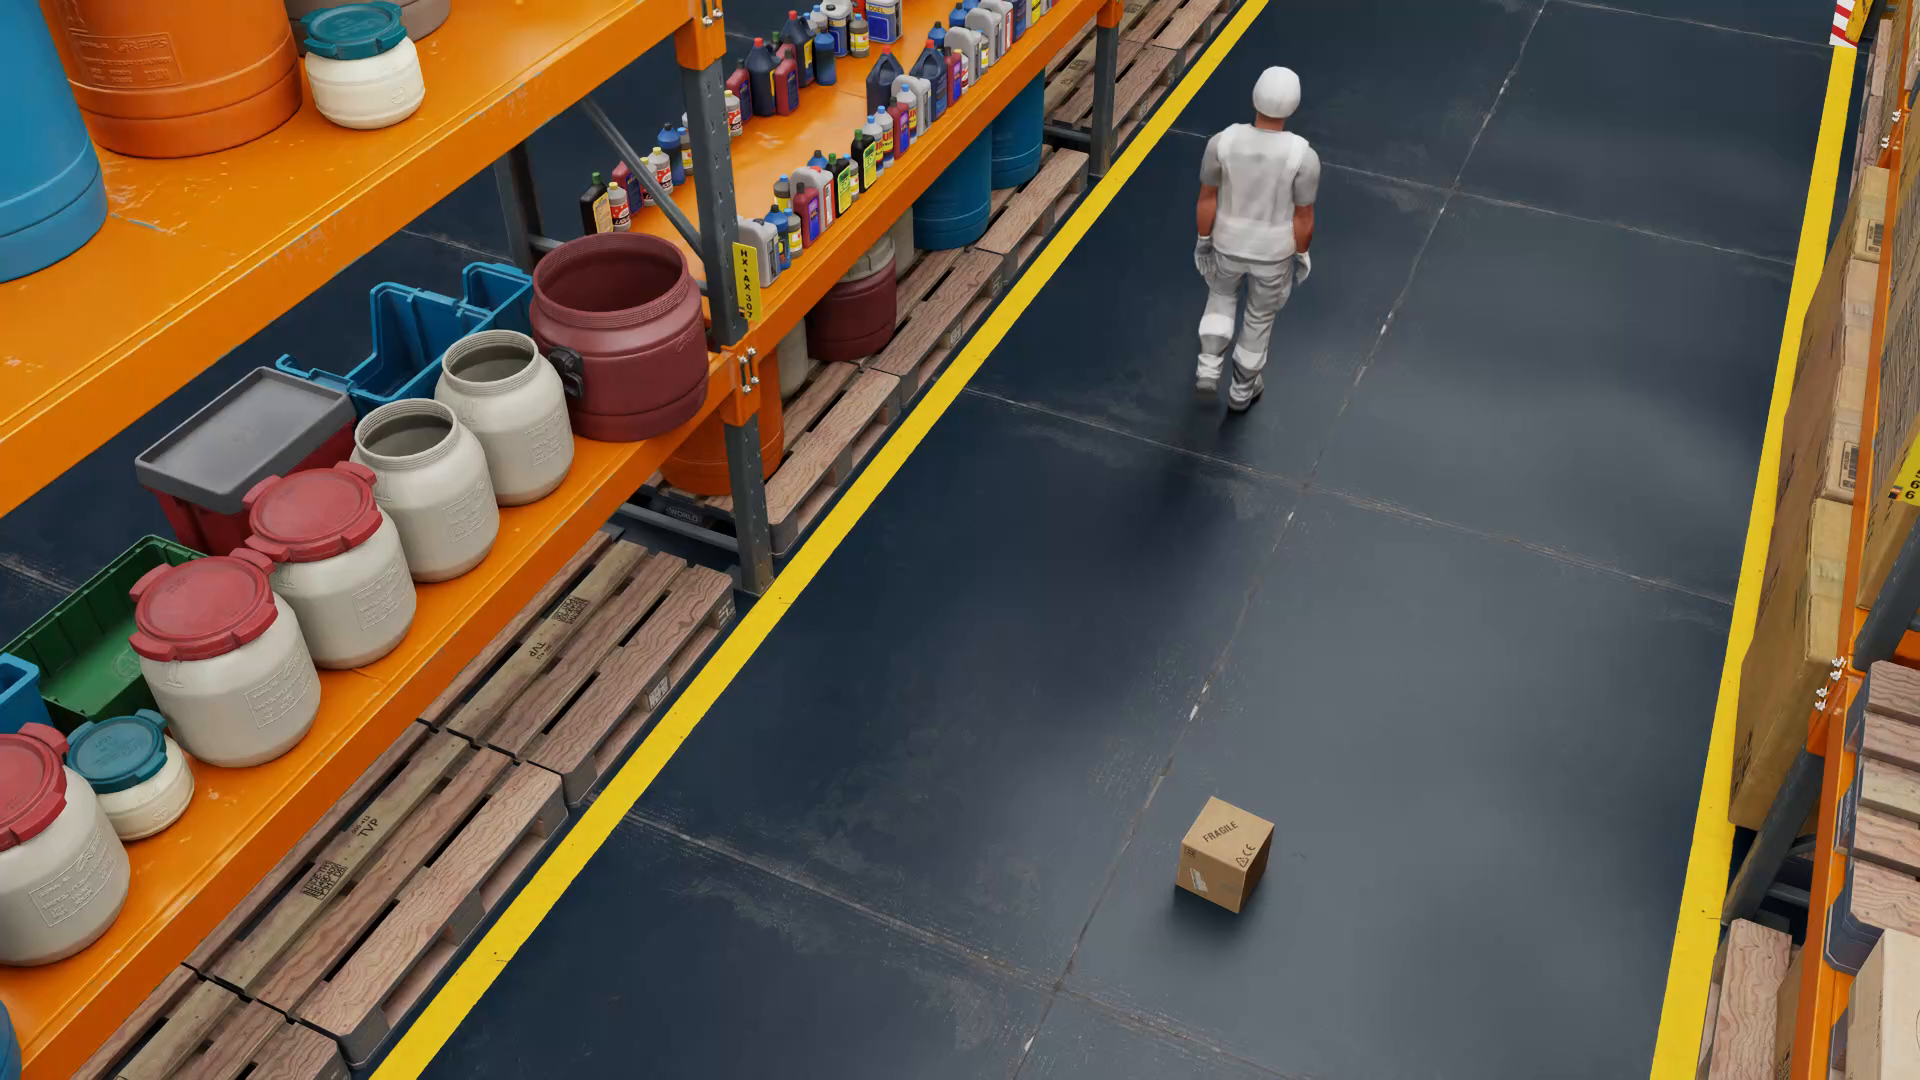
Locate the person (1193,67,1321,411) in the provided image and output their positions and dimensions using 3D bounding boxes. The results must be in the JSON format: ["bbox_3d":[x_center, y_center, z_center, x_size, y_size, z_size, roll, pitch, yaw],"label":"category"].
[{"bbox_3d":[1.336,-1.332,7.604,0.539,1.782,0.514,16,44,17],"label":"person"}]
